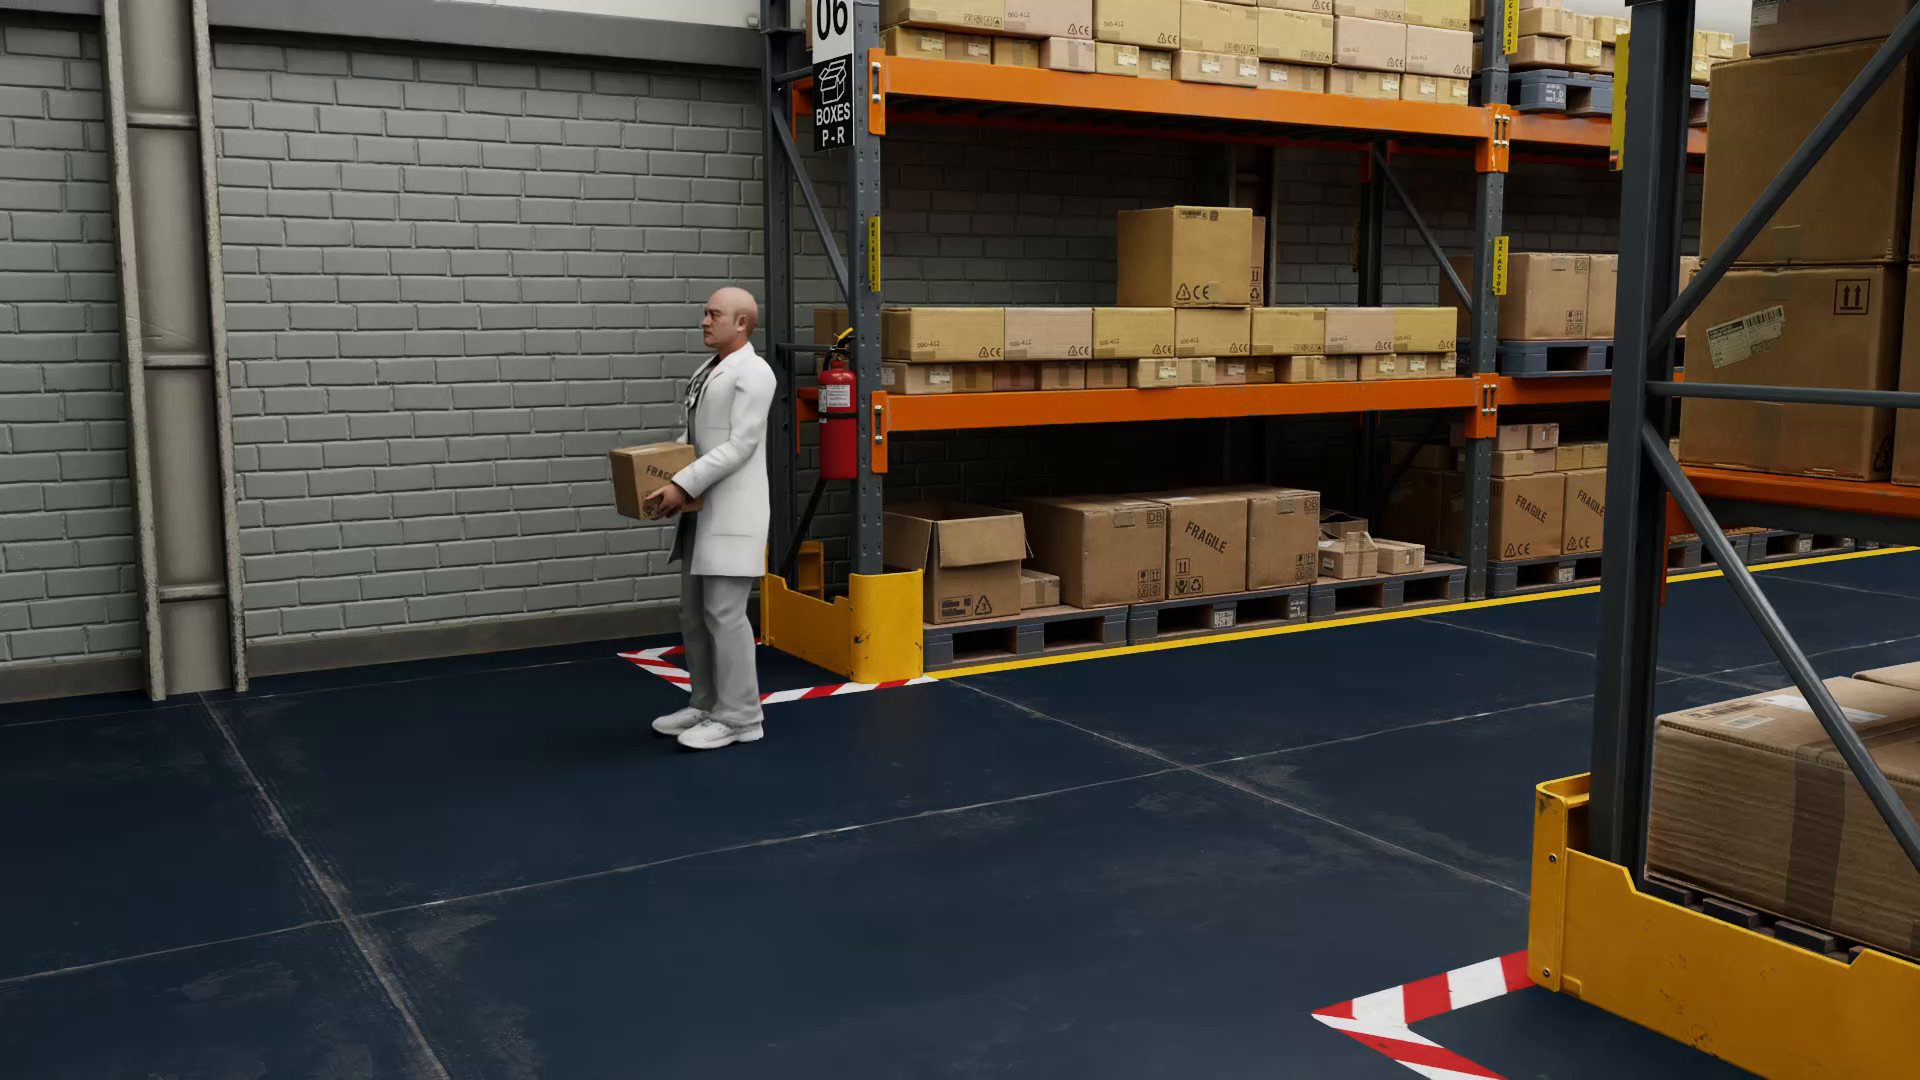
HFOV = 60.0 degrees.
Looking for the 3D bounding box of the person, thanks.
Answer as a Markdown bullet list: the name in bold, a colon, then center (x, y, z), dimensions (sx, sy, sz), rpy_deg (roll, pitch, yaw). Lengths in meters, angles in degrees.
- **person**: center (-1.017, -0.089, 6.485), dimensions (0.541, 1.779, 0.542), rpy_deg (-5, 9, -31)
